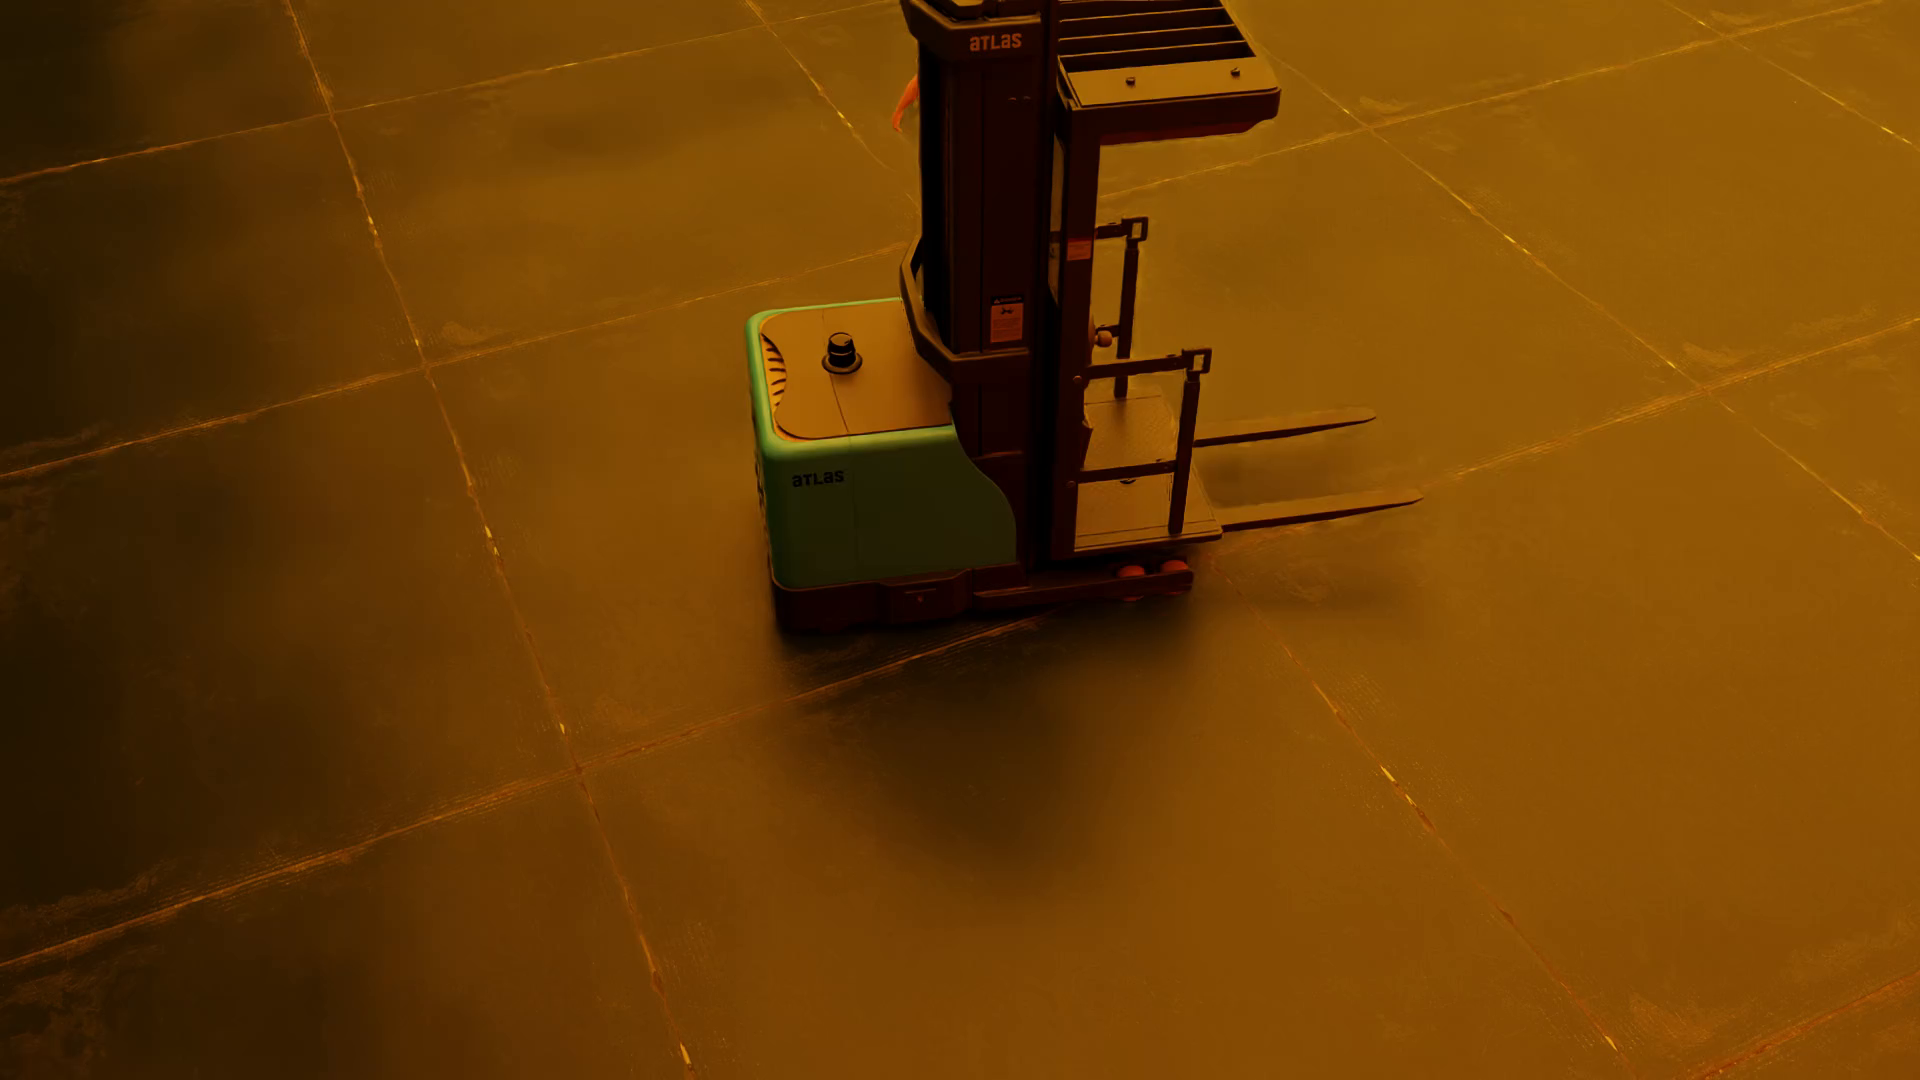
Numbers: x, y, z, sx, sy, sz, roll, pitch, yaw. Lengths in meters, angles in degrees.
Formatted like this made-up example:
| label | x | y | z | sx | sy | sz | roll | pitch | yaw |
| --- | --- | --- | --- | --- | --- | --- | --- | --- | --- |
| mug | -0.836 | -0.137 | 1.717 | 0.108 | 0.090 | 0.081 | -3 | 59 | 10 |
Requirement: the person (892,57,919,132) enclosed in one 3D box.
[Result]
| label | x | y | z | sx | sy | sz | roll | pitch | yaw |
| --- | --- | --- | --- | --- | --- | --- | --- | --- | --- |
| person | -0.081 | -2.400 | 9.201 | 0.667 | 1.645 | 0.462 | -18 | 46 | -18 |

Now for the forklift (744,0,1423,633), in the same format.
| label | x | y | z | sx | sy | sz | roll | pitch | yaw |
| --- | --- | --- | --- | --- | --- | --- | --- | --- | --- |
| forklift | 0.601 | -1.146 | 6.908 | 3.031 | 2.935 | 1.130 | -7 | 43 | -7 |
